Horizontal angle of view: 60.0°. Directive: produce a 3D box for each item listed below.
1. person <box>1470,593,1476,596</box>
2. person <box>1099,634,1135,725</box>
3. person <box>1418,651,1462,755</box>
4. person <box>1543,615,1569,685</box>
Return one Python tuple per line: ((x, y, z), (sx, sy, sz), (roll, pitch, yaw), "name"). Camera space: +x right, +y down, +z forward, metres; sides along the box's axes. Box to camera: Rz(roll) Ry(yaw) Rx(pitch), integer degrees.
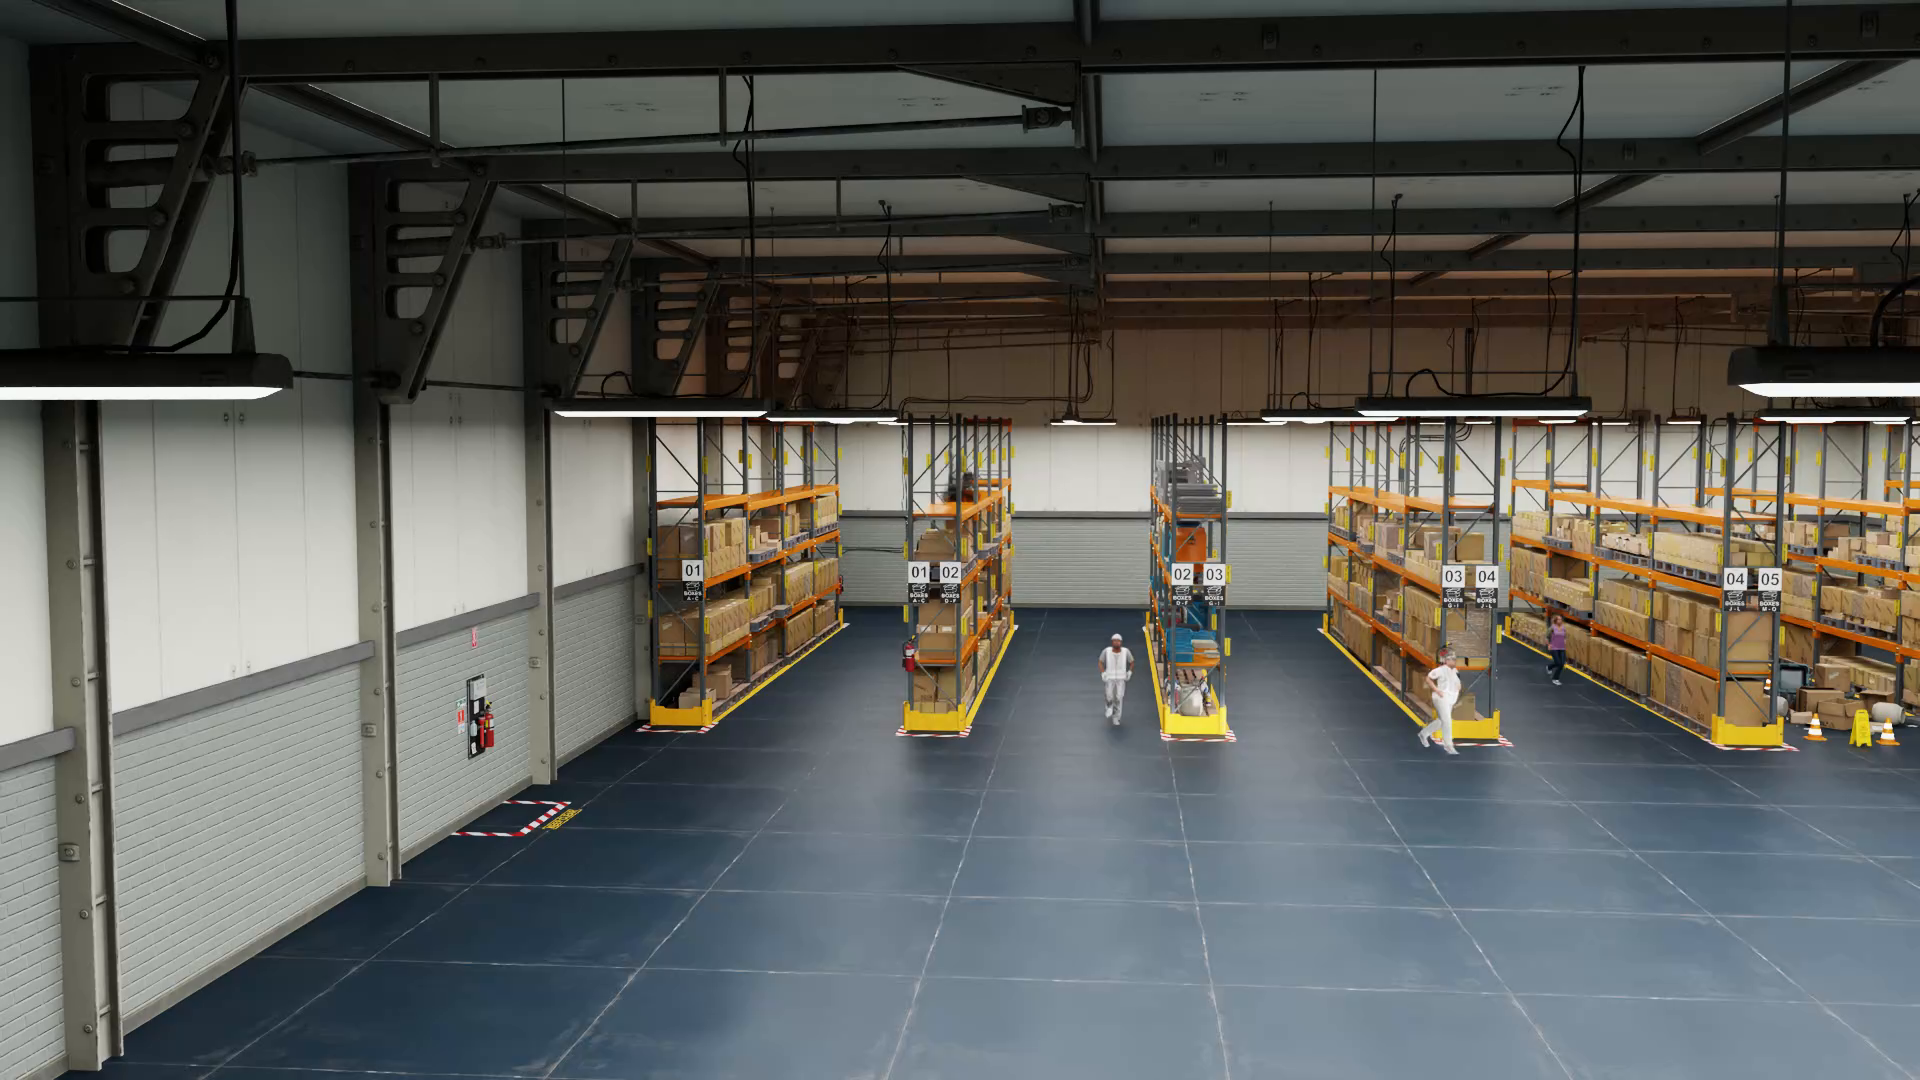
((13.869, 1.855, 45.542), (0.653, 1.672, 0.662), (1, 4, 15), "person")
((3.043, 2.684, 32.276), (0.699, 1.745, 0.585), (0, 4, 3), "person")
((8.633, 2.864, 29.604), (0.683, 1.791, 0.924), (-3, 5, -40), "person")
((13.354, 2.452, 37.166), (0.536, 1.555, 0.544), (0, 4, -6), "person")
